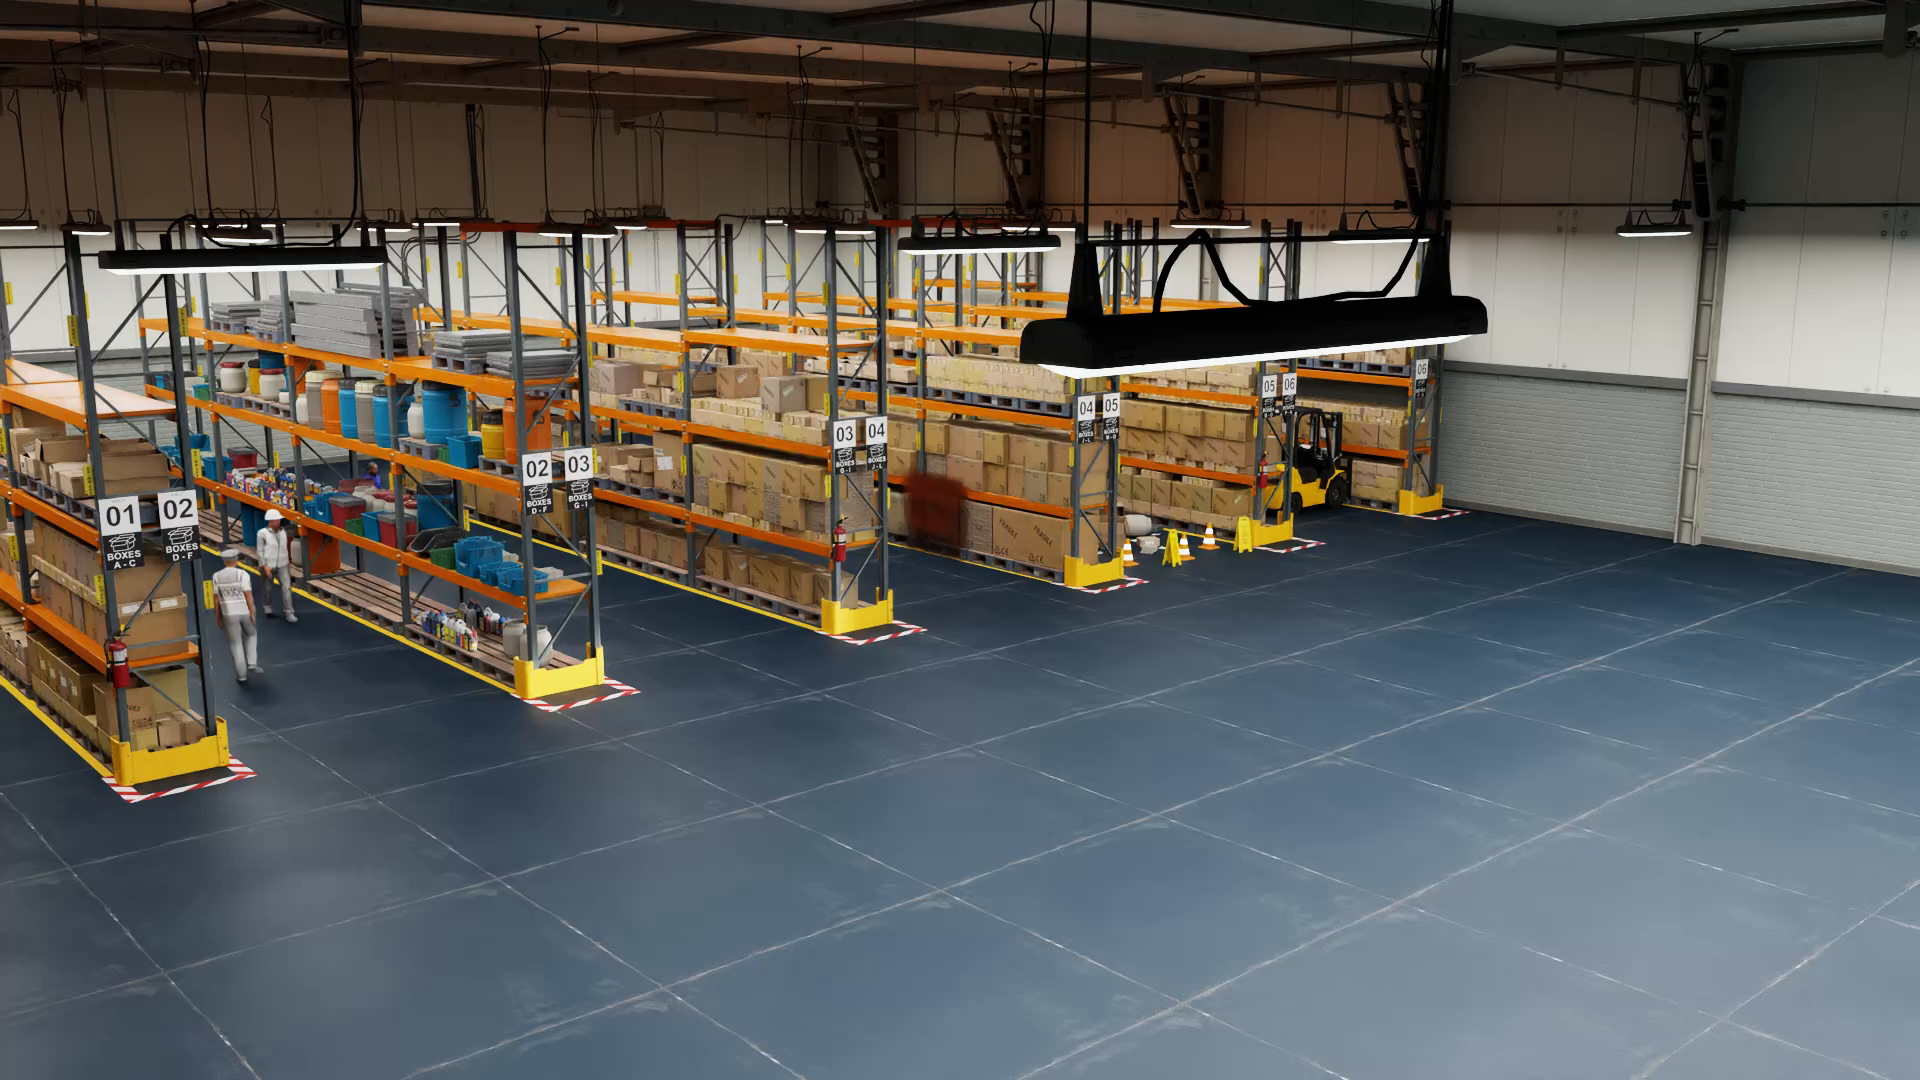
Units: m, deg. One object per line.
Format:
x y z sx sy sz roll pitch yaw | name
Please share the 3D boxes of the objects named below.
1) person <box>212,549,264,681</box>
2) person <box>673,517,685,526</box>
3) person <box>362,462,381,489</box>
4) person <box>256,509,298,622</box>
-9.744 1.018 22.403 0.558 1.756 0.548 -6 13 -28 | person
-5.439 -0.926 32.271 0.718 1.673 0.676 -7 13 -31 | person
-11.008 -0.676 31.091 0.440 1.576 1.045 -10 15 -41 | person
-10.549 0.375 25.573 0.521 1.714 1.062 -9 14 -37 | person
